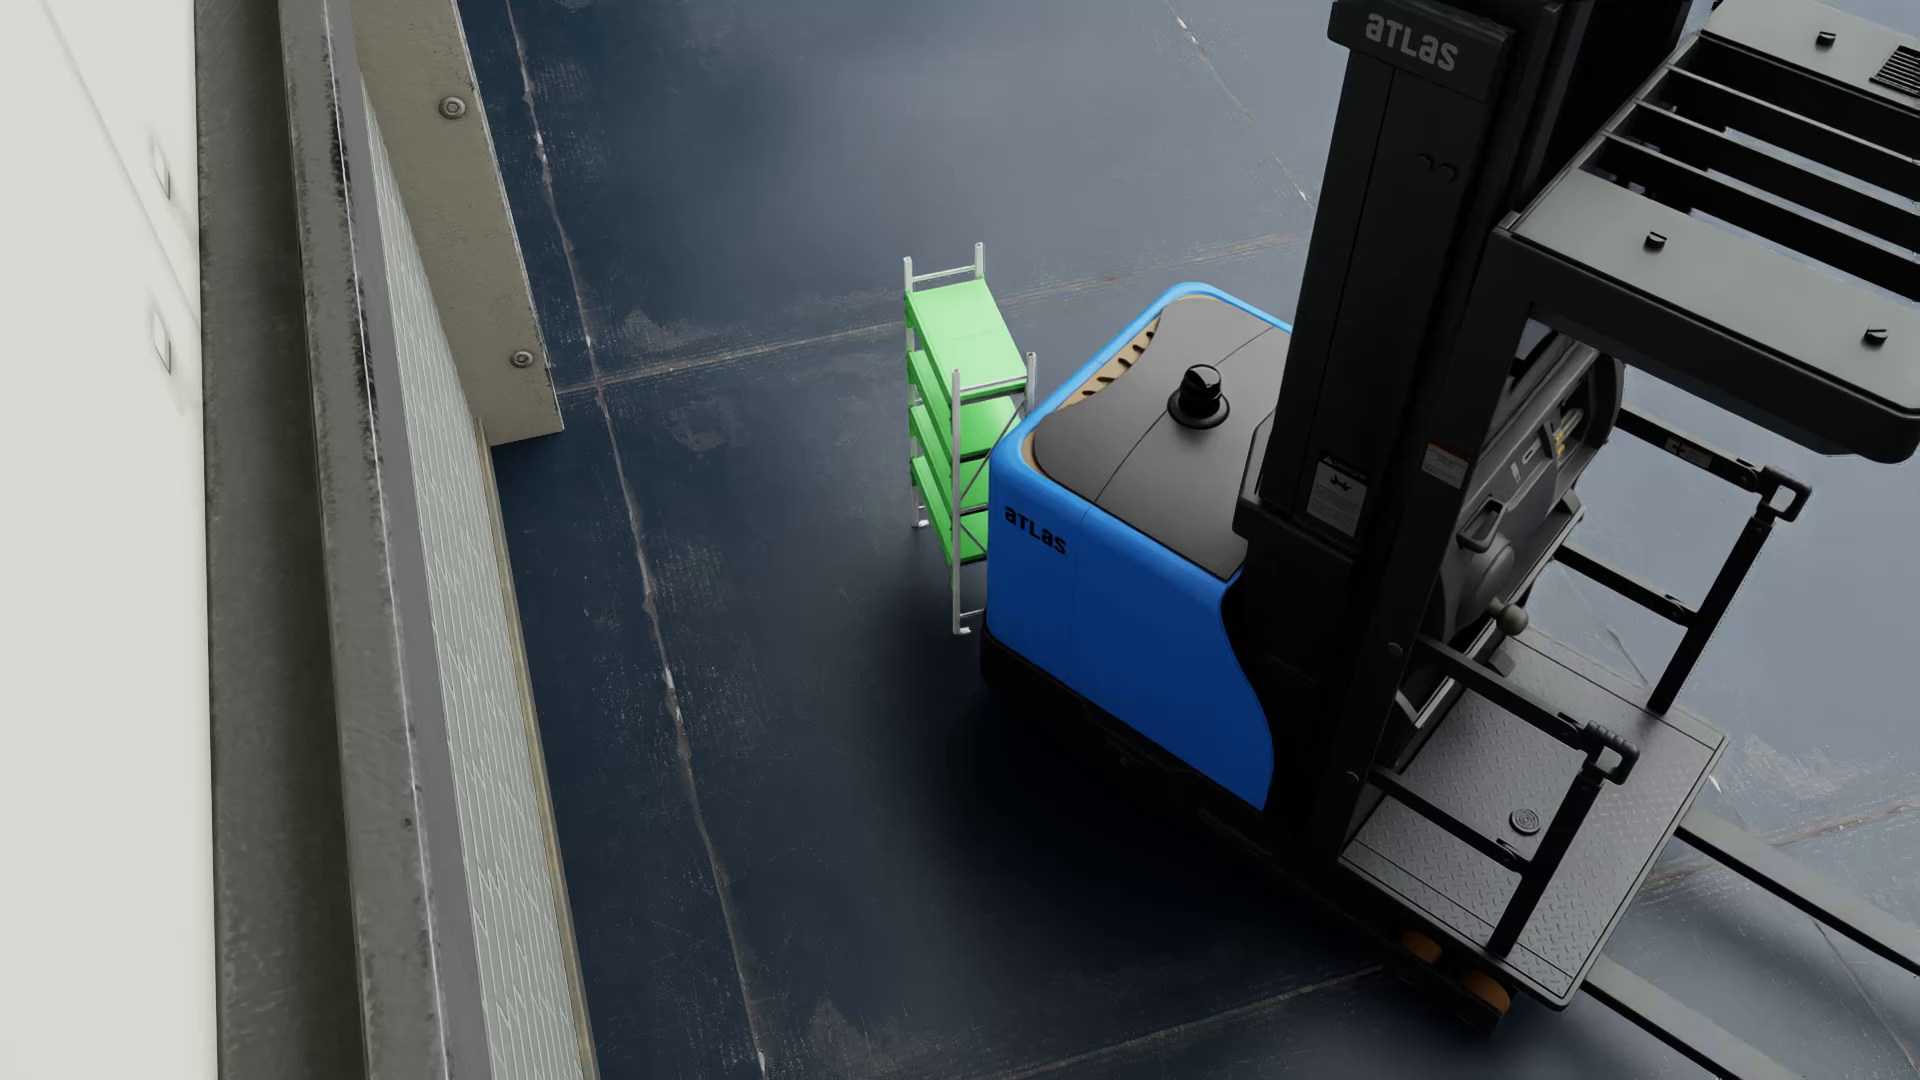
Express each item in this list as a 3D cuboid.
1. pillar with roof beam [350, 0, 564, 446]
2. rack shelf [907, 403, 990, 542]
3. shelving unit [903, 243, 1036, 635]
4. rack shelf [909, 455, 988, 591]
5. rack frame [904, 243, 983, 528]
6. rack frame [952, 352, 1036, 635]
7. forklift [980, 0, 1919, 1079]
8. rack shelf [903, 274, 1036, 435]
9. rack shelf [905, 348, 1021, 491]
[{"bbox_3d":[2.458,-4.386,3.562,9.100,9.000,0.400,-13,51,-11],"label":"pillar with roof beam"},{"bbox_3d":[0.023,-0.242,5.253,0.258,0.148,0.480,-13,51,-11],"label":"rack shelf"},{"bbox_3d":[0.023,-0.283,5.204,0.258,1.200,0.503,-13,51,-11],"label":"shelving unit"},{"bbox_3d":[0.023,-0.087,5.436,0.258,0.148,0.480,-13,51,-11],"label":"rack shelf"},{"bbox_3d":[-0.049,-0.462,5.355,0.240,1.200,0.015,-13,51,-11],"label":"rack frame"},{"bbox_3d":[0.094,-0.105,5.054,0.240,1.200,0.015,-13,51,-11],"label":"rack frame"},{"bbox_3d":[1.526,-0.061,3.884,3.031,2.935,1.130,32,57,24],"label":"forklift"},{"bbox_3d":[0.023,-0.552,4.886,0.258,0.148,0.480,-13,51,-11],"label":"rack shelf"},{"bbox_3d":[0.023,-0.397,5.069,0.258,0.148,0.480,-13,51,-11],"label":"rack shelf"}]
